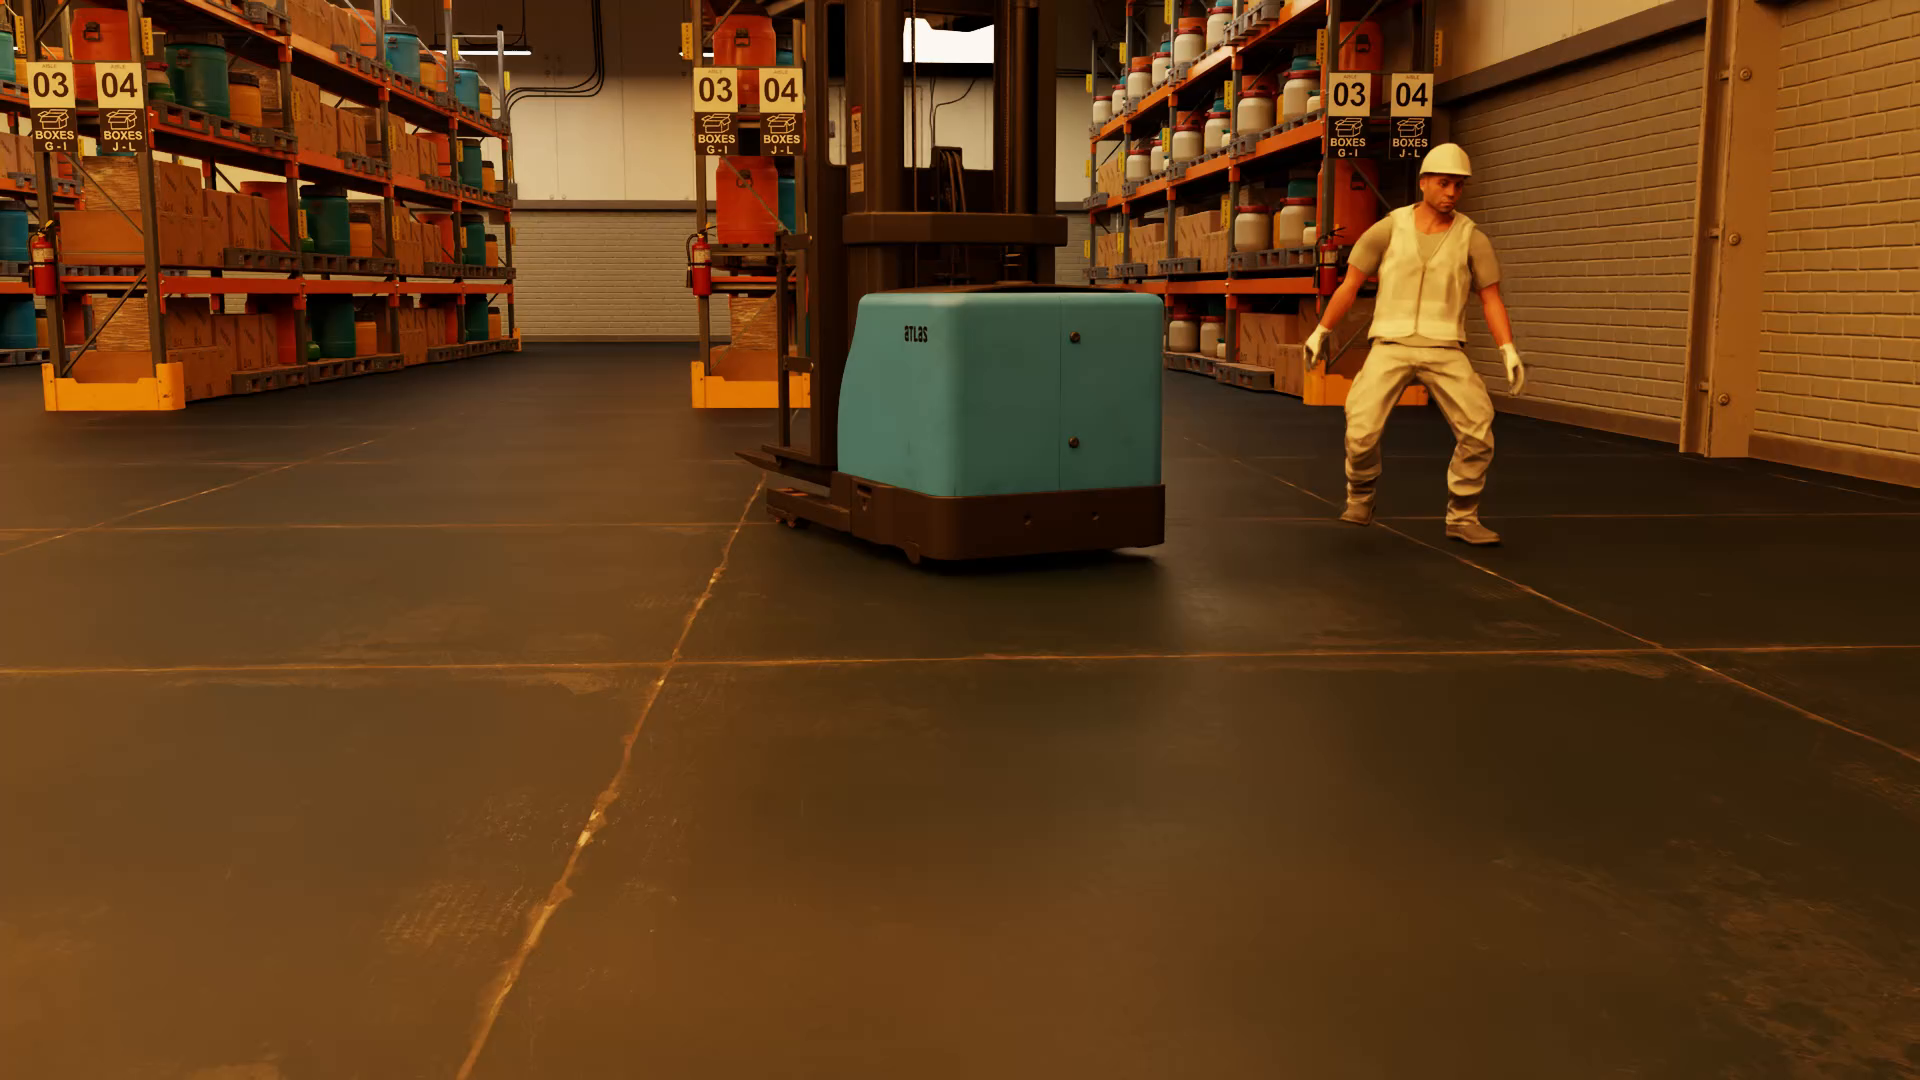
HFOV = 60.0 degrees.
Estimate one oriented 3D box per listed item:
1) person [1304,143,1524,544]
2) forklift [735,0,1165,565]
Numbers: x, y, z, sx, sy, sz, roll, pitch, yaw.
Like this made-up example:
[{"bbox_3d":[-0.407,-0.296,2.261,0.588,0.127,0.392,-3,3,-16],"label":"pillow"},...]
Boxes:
[{"bbox_3d":[1.941,-0.829,7.140,0.923,1.692,0.488,2,9,15],"label":"person"},{"bbox_3d":[-0.264,-1.530,7.637,1.130,2.935,3.031,-4,9,-25],"label":"forklift"}]
